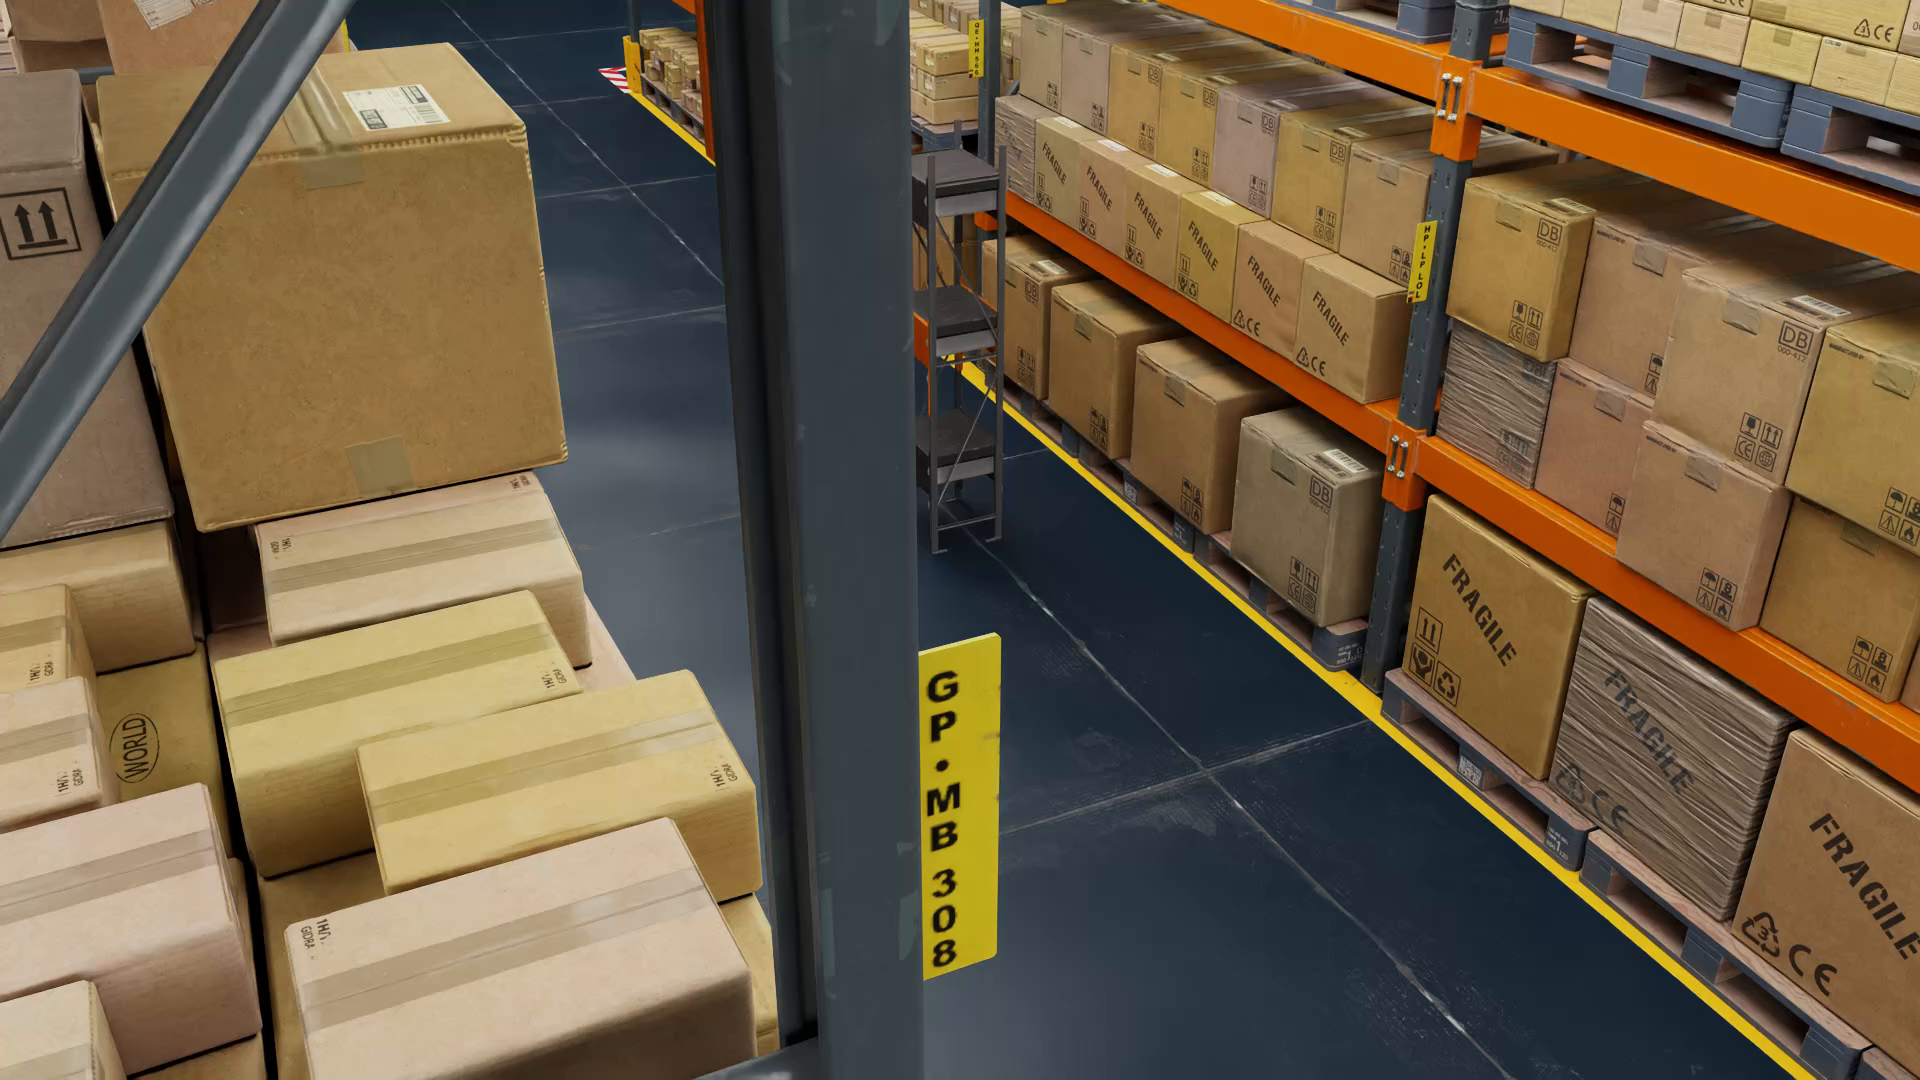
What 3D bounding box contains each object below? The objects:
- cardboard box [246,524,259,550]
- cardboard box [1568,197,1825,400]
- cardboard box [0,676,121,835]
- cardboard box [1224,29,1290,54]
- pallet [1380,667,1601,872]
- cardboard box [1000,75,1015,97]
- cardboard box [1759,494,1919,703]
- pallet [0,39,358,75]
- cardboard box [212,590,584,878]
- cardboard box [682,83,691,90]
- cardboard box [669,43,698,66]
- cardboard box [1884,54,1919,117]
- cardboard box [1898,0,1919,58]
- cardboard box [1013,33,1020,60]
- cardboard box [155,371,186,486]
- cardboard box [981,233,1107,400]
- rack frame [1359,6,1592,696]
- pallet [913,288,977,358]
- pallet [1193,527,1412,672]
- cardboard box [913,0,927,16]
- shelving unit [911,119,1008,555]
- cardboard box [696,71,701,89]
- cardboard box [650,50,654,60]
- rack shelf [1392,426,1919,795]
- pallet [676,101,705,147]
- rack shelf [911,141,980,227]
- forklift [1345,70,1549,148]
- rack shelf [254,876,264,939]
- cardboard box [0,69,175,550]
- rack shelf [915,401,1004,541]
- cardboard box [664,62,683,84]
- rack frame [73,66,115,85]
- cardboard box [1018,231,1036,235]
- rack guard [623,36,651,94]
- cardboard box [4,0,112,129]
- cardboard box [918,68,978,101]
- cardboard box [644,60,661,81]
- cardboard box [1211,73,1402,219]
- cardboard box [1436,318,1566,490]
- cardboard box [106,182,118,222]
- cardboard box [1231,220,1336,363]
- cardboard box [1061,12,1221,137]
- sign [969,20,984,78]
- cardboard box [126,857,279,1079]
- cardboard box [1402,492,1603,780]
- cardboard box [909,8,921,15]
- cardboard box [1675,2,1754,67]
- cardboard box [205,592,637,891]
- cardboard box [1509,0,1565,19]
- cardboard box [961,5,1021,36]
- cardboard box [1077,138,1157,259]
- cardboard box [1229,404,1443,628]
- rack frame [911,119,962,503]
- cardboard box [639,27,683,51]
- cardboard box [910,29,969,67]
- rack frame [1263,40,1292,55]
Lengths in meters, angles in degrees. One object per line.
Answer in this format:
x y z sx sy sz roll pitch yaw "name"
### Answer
-0.942 -0.142 2.615 0.380 0.149 0.250 -15 32 -24 "cardboard box"
2.769 -0.885 6.004 0.875 0.550 0.550 -13 32 -22 "cardboard box"
-1.128 0.315 1.800 0.380 0.149 0.250 -15 32 -24 "cardboard box"
3.121 -4.721 16.292 0.875 0.438 0.875 -14 32 -23 "cardboard box"
2.557 0.831 7.051 1.003 0.211 1.213 -13 32 -22 "pallet"
0.459 -2.936 10.747 0.380 0.149 0.250 -11 31 -20 "cardboard box"
3.170 0.072 5.401 0.875 0.550 0.500 -13 32 -22 "cardboard box"
-2.391 -1.262 5.059 1.213 0.211 1.003 -13 32 -22 "pallet"
-0.658 0.219 1.971 0.380 0.149 0.250 -14 32 -23 "cardboard box"
-2.409 -4.244 15.737 0.380 0.149 0.250 -13 32 -22 "cardboard box"
-2.532 -4.607 15.777 0.380 0.149 0.250 -15 32 -24 "cardboard box"
2.803 -1.259 4.586 0.380 0.149 0.250 -13 32 -21 "cardboard box"
2.911 -1.393 4.418 0.500 0.250 0.500 -13 32 -22 "cardboard box"
0.558 -3.084 10.402 0.380 0.149 0.250 -13 32 -22 "cardboard box"
-1.591 -0.045 2.850 0.500 0.250 0.500 -14 32 -23 "cardboard box"
0.764 -1.418 10.083 1.050 0.750 0.750 -14 32 -23 "cardboard box"
2.301 -0.737 6.998 1.000 3.000 0.127 -13 32 -22 "rack frame"
0.250 -1.633 11.447 1.003 0.211 1.213 -13 32 -22 "pallet"
1.902 0.154 8.259 1.003 0.211 1.213 -13 32 -22 "pallet"
-0.109 -3.773 11.631 0.380 0.149 0.250 -14 32 -23 "cardboard box"
-0.071 -0.989 8.367 0.431 2.100 0.503 -13 32 -22 "shelving unit"
-2.148 -4.133 14.932 0.380 0.149 0.250 -14 32 -24 "cardboard box"
-2.858 -4.822 16.464 0.380 0.149 0.250 -12 31 -20 "cardboard box"
3.160 0.460 5.598 1.077 0.370 4.000 -13 32 -22 "rack shelf"
-1.981 -3.884 15.460 1.003 0.211 1.213 -13 32 -22 "pallet"
-0.275 -3.074 11.900 1.077 0.370 4.000 -13 32 -22 "rack shelf"
3.338 -2.947 11.010 3.031 2.935 1.130 -18 34 -28 "forklift"
-1.363 0.149 3.087 1.077 0.370 4.000 -13 32 -22 "rack shelf"
-1.399 -0.305 2.242 0.500 0.500 0.500 -13 32 -22 "cardboard box"
-0.071 -0.367 8.716 0.431 0.518 0.480 -13 32 -22 "rack shelf"
-2.594 -4.464 15.825 0.380 0.149 0.250 -12 31 -20 "cardboard box"
-2.222 -2.357 3.753 1.000 3.000 0.127 -13 32 -22 "rack frame"
0.510 -1.963 11.310 0.500 0.500 0.500 -15 32 -24 "cardboard box"
-2.818 -4.914 17.002 1.175 0.500 0.348 -13 32 -22 "rack guard"
-2.334 -1.505 4.766 0.797 0.503 0.637 -15 32 -24 "cardboard box"
-0.040 -2.830 10.253 0.380 0.149 0.250 -12 32 -21 "cardboard box"
-2.915 -4.679 16.513 0.380 0.149 0.250 -12 32 -21 "cardboard box"
1.643 -1.885 7.920 0.700 0.500 0.500 -13 32 -22 "cardboard box"
2.470 -0.642 6.675 0.875 0.550 0.550 -13 32 -22 "cardboard box"
-1.943 -0.622 3.471 0.380 0.149 0.250 -12 31 -21 "cardboard box"
1.619 -1.178 7.682 0.500 0.500 0.500 -13 32 -23 "cardboard box"
0.986 -2.560 9.125 0.700 0.500 0.500 -14 32 -23 "cardboard box"
0.098 -2.856 9.674 0.100 0.325 0.005 -13 32 -22 "sign"
-0.941 0.624 1.657 0.500 0.250 0.500 -12 32 -21 "cardboard box"
2.508 0.299 6.893 0.875 0.875 0.875 -13 32 -21 "cardboard box"
-0.475 -3.409 10.983 0.380 0.149 0.250 -13 32 -22 "cardboard box"
2.476 -1.595 5.187 0.380 0.149 0.250 -14 32 -23 "cardboard box"
-0.705 0.290 2.252 0.500 0.250 0.500 -14 32 -23 "cardboard box"
2.150 -1.931 5.784 0.380 0.149 0.250 -14 32 -23 "cardboard box"
0.228 -3.427 11.013 0.380 0.149 0.250 -14 32 -24 "cardboard box"
0.970 -1.846 8.873 0.500 0.500 0.500 -13 32 -22 "cardboard box"
1.953 -0.194 7.901 1.050 0.750 0.750 -13 32 -22 "cardboard box"
-0.176 -1.097 8.559 0.400 2.100 0.015 -13 32 -22 "rack frame"
-2.933 -4.934 16.360 0.380 0.149 0.250 -15 32 -24 "cardboard box"
-0.146 -3.069 10.375 0.380 0.149 0.250 -13 32 -23 "cardboard box"
3.294 -5.355 15.233 1.000 3.000 0.127 -13 32 -22 "rack frame"
